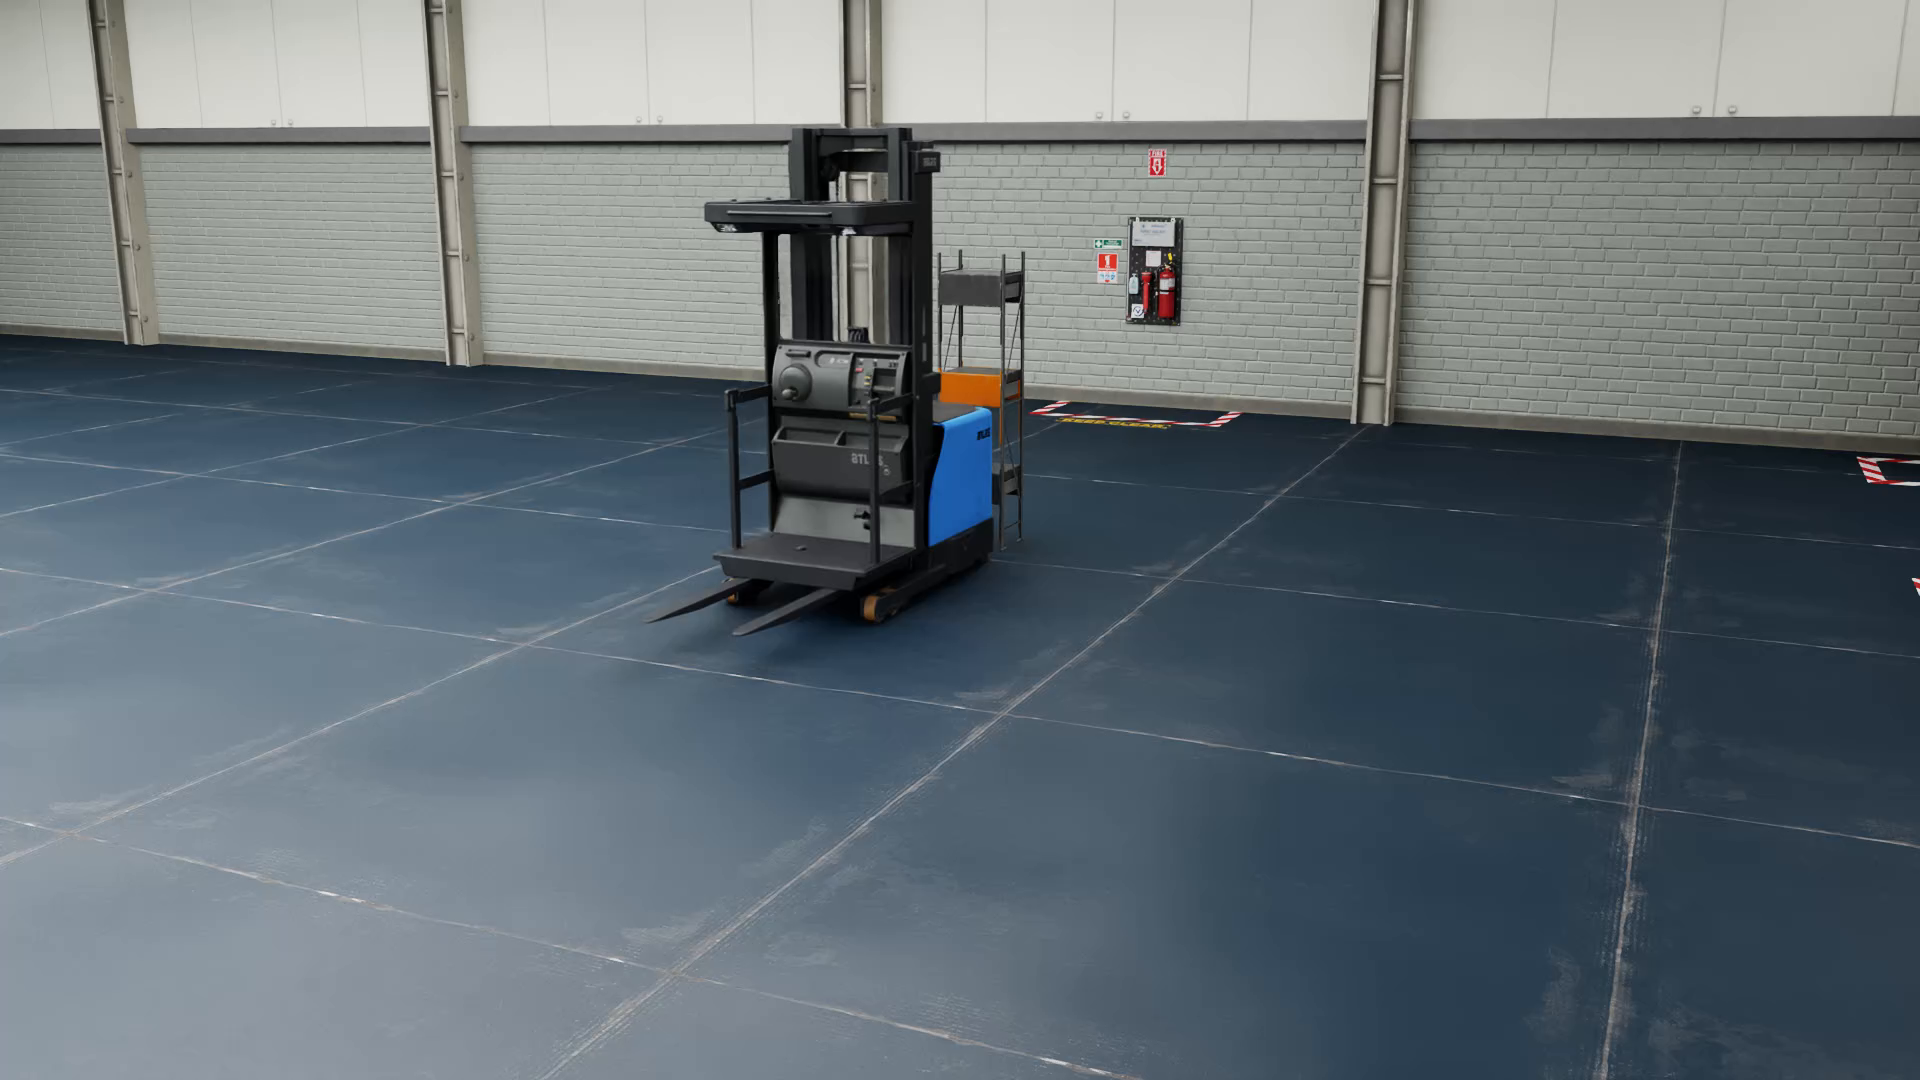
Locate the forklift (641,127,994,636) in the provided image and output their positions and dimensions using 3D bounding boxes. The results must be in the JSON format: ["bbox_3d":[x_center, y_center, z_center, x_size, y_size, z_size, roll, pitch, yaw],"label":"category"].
[{"bbox_3d":[-0.849,-1.037,10.259,1.130,2.935,3.031,6,15,24],"label":"forklift"}]

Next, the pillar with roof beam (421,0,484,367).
[{"bbox_3d":[-8.365,-5.832,17.412,0.400,9.000,9.100,6,14,23],"label":"pillar with roof beam"}]

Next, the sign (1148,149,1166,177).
[{"bbox_3d":[2.139,-4.087,18.033,0.199,0.298,0.001,6,14,23],"label":"sign"}]

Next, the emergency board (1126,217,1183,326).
[{"bbox_3d":[2.106,-2.937,18.206,0.643,1.169,0.194,6,14,23],"label":"emergency board"}]

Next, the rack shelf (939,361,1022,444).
[{"bbox_3d":[0.151,-0.994,11.953,0.480,0.518,0.431,6,14,23],"label":"rack shelf"}]

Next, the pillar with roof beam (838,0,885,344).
[{"bbox_3d":[-2.880,-5.277,15.046,0.400,9.000,9.100,6,14,23],"label":"pillar with roof beam"}]

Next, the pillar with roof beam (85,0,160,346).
[{"bbox_3d":[-13.851,-6.388,19.778,0.400,9.000,9.100,6,14,23],"label":"pillar with roof beam"}]

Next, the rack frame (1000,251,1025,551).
[{"bbox_3d":[0.374,-0.984,11.853,0.015,2.100,0.400,6,14,23],"label":"rack frame"}]

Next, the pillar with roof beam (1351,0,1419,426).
[{"bbox_3d":[2.606,-4.722,12.680,0.400,9.000,9.100,6,14,23],"label":"pillar with roof beam"}]

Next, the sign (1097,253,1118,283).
[{"bbox_3d":[1.642,-3.027,18.512,0.234,0.329,0.001,6,14,23],"label":"sign"}]

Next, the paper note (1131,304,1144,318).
[{"bbox_3d":[1.972,-2.539,18.438,0.142,0.148,0.016,6,14,23],"label":"paper note"}]

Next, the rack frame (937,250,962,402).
[{"bbox_3d":[-0.072,-1.029,12.046,0.015,2.100,0.400,6,14,23],"label":"rack frame"}]

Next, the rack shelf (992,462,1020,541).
[{"bbox_3d":[0.151,-0.312,12.113,0.480,0.518,0.431,6,14,23],"label":"rack shelf"}]

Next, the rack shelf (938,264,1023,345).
[{"bbox_3d":[0.151,-1.675,11.793,0.480,0.518,0.431,6,14,23],"label":"rack shelf"}]

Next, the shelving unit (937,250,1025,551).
[{"bbox_3d":[0.151,-1.007,11.950,0.503,2.100,0.431,6,14,23],"label":"shelving unit"}]

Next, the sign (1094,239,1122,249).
[{"bbox_3d":[1.643,-3.283,18.441,0.331,0.109,0.001,6,14,23],"label":"sign"}]
